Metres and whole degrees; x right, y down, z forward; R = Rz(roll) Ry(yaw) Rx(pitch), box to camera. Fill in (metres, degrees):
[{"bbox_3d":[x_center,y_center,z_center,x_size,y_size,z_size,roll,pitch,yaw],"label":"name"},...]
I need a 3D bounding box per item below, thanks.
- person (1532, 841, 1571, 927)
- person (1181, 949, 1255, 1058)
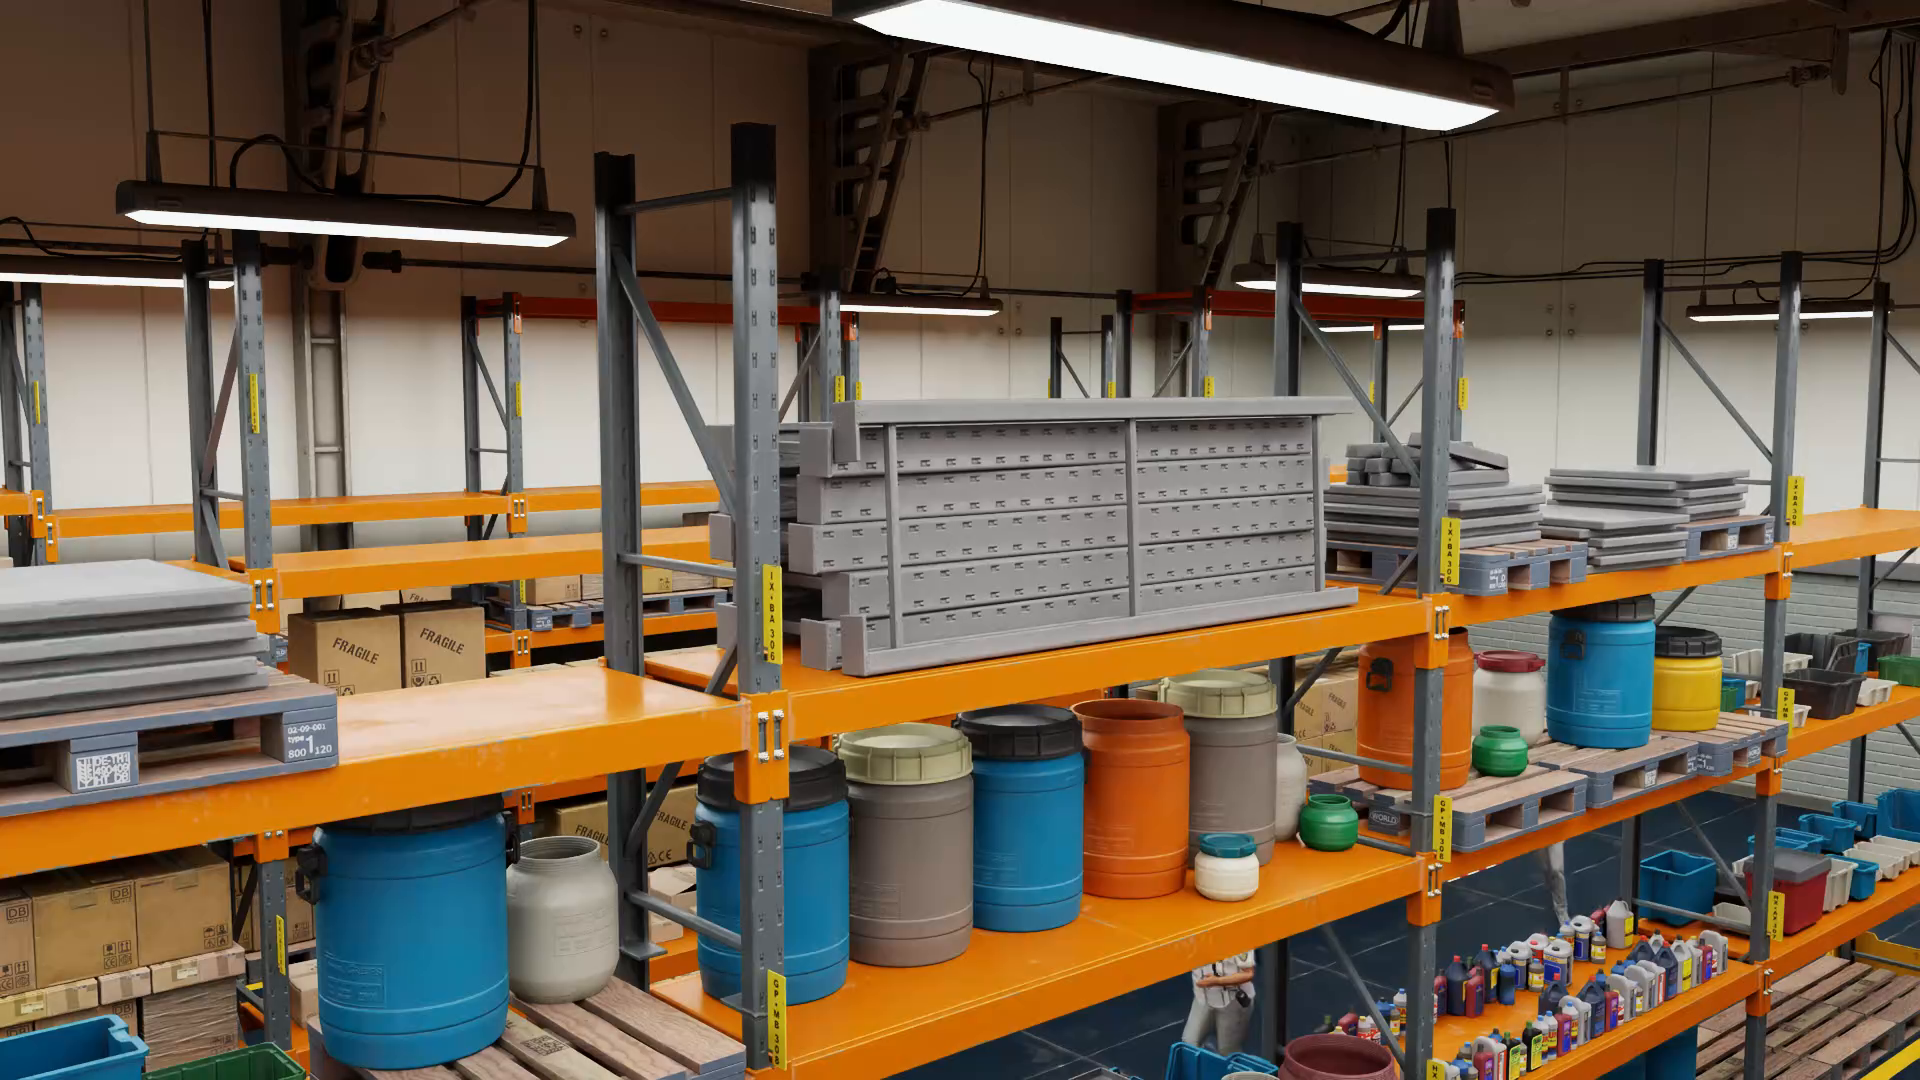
[{"bbox_3d":[5.644,2.830,16.152,0.691,1.696,0.769,3,6,26],"label":"person"},{"bbox_3d":[1.807,3.255,11.649,0.635,1.669,0.579,-5,7,-40],"label":"person"}]
